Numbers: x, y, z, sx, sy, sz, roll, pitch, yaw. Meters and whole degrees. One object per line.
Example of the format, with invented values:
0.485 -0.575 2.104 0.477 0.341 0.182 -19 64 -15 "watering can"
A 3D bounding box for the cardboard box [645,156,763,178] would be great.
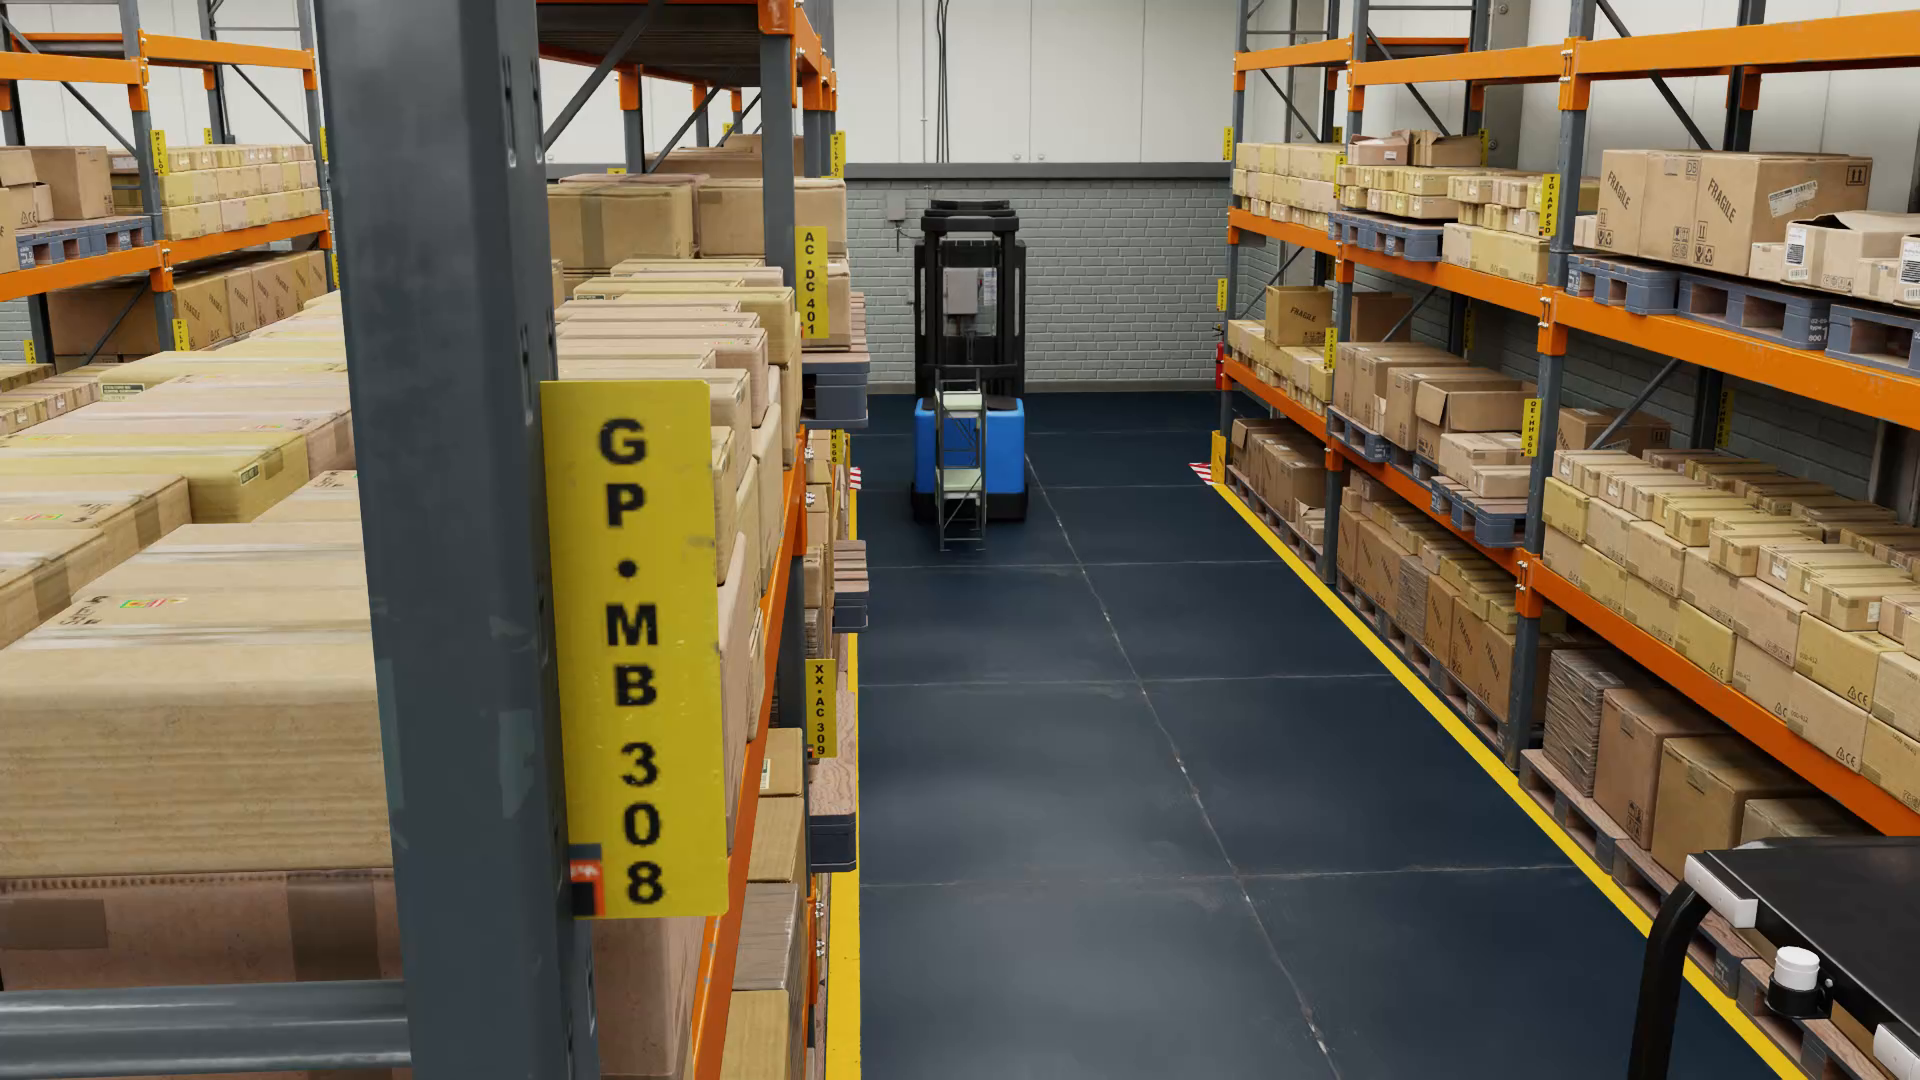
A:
-1.401 -1.833 9.062 0.797 0.503 0.637 -2 15 -7 "cardboard box"

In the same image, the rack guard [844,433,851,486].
-1.724 -0.821 17.213 1.175 0.500 0.348 -1 14 -3 "rack guard"

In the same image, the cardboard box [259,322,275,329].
-6.284 -1.630 14.545 0.500 0.500 0.500 0 14 -1 "cardboard box"

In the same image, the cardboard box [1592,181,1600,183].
3.977 -2.051 9.863 0.380 0.149 0.250 -1 14 -4 "cardboard box"

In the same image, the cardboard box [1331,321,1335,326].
3.525 -2.064 16.733 0.500 0.250 0.500 0 14 -2 "cardboard box"

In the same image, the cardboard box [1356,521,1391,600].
3.327 0.155 12.578 0.500 0.500 0.500 -1 14 -4 "cardboard box"

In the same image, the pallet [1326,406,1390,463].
3.420 -0.815 12.559 1.003 0.211 1.213 -1 14 -3 "pallet"

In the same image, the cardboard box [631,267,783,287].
-0.649 -0.619 4.298 0.380 0.149 0.250 -1 14 -5 "cardboard box"

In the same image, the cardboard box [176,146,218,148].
-6.786 -3.400 14.698 0.380 0.149 0.250 0 14 -2 "cardboard box"

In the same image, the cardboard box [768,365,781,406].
-0.634 -0.207 3.495 0.500 0.250 0.500 -1 14 -4 "cardboard box"

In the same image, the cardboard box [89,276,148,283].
-6.745 -1.847 13.381 0.500 0.500 0.500 -1 14 -5 "cardboard box"

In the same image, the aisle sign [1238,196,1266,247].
2.934 -3.374 16.905 0.394 0.787 0.004 -1 14 -3 "aisle sign"

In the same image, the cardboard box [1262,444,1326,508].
3.122 -0.596 15.497 0.500 0.500 0.500 -1 14 -2 "cardboard box"

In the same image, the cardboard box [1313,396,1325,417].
3.170 -1.126 13.889 0.380 0.149 0.250 0 14 -2 "cardboard box"

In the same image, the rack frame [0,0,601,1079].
-0.728 -0.952 0.666 0.949 2.616 0.053 -1 14 -3 "rack frame"

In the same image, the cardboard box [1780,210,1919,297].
3.639 -1.147 6.581 0.500 0.311 0.500 -1 14 -5 "cardboard box"

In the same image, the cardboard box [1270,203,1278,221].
3.017 -2.968 15.028 0.380 0.149 0.250 -1 14 -3 "cardboard box"

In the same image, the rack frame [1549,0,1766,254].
3.727 -3.019 8.700 1.000 3.000 0.127 -1 14 -3 "rack frame"

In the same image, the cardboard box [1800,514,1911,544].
4.064 -0.017 7.569 0.380 0.149 0.250 0 14 -2 "cardboard box"

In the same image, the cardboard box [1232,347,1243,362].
2.978 -1.895 16.877 0.380 0.149 0.250 -1 14 -4 "cardboard box"

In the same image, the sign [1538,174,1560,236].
3.185 -1.809 8.979 0.100 0.325 0.005 -1 14 -3 "sign"

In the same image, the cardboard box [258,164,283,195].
-6.312 -3.181 14.647 0.500 0.250 0.500 -1 14 -3 "cardboard box"

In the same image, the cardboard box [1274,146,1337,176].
3.107 -3.377 14.812 0.500 0.250 0.500 0 14 -2 "cardboard box"

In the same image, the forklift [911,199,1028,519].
0.099 -1.928 16.636 1.130 2.935 3.031 0 14 0 "forklift"

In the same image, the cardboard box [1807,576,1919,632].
3.587 0.248 6.539 0.380 0.149 0.250 -1 14 -5 "cardboard box"

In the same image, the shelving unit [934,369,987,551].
0.000 -0.725 14.833 0.431 1.500 0.755 -1 14 -3 "shelving unit"

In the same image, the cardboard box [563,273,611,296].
-1.160 -0.768 5.428 0.500 0.250 0.500 -1 14 -5 "cardboard box"

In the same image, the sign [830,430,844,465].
-0.686 -0.569 9.053 0.100 0.325 0.005 -1 14 -3 "sign"

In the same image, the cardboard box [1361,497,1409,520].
3.330 -0.254 12.866 0.380 0.149 0.250 -1 14 -5 "cardboard box"

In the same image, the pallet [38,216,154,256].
-6.477 -2.136 11.664 1.213 0.211 1.003 -1 14 -3 "pallet"

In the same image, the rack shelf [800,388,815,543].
-1.103 -0.643 6.929 1.077 0.370 4.000 -1 14 -3 "rack shelf"

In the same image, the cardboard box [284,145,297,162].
-6.404 -3.599 15.470 0.380 0.149 0.250 -1 14 -3 "cardboard box"

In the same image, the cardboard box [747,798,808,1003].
-0.665 1.001 4.318 0.500 0.500 0.500 0 14 -2 "cardboard box"

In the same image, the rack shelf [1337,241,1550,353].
3.603 -1.715 11.097 1.077 0.370 4.000 -1 14 -3 "rack shelf"

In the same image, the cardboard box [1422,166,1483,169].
3.652 -2.699 12.340 0.380 0.149 0.250 -1 14 -3 "cardboard box"

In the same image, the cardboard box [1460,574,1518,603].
3.424 0.327 10.607 0.380 0.149 0.250 -1 14 -5 "cardboard box"

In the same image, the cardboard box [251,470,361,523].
-0.535 0.019 1.815 0.380 0.149 0.250 -1 14 -3 "cardboard box"

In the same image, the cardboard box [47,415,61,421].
-6.102 -0.731 10.913 0.380 0.149 0.250 -1 14 -3 "cardboard box"

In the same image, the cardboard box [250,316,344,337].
-1.150 -0.352 3.258 0.380 0.149 0.250 -1 14 -4 "cardboard box"

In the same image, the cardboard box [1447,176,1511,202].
3.330 -2.234 10.574 0.380 0.149 0.250 -1 14 -3 "cardboard box"

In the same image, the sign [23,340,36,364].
-6.950 -1.338 12.470 0.100 0.325 0.005 -1 14 -3 "sign"

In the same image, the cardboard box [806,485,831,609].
-0.813 0.067 7.107 0.500 0.500 0.500 -1 15 -6 "cardboard box"

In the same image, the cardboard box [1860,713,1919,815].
3.683 0.833 6.071 0.500 0.250 0.500 -1 14 -2 "cardboard box"

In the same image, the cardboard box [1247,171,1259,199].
3.038 -3.386 15.853 0.500 0.250 0.500 -1 14 -2 "cardboard box"

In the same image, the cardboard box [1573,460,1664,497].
3.471 -0.326 8.771 0.380 0.149 0.250 -1 14 -2 "cardboard box"

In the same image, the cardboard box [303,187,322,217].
-6.365 -3.195 15.705 0.500 0.250 0.500 -1 14 -5 "cardboard box"

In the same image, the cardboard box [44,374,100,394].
-6.158 -1.071 11.637 0.380 0.149 0.250 -1 14 -5 "cardboard box"

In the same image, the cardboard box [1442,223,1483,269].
3.390 -1.867 10.543 0.500 0.250 0.500 -1 14 -3 "cardboard box"

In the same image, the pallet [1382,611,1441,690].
3.646 0.748 11.695 1.003 0.211 1.213 -1 14 -3 "pallet"

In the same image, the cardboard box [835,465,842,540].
-1.356 -0.052 12.630 0.875 0.875 0.875 0 14 -2 "cardboard box"

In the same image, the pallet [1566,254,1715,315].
3.858 -1.307 8.447 1.213 0.211 1.003 0 14 -1 "pallet"

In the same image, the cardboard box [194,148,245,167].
-6.248 -3.213 13.972 0.380 0.149 0.250 -1 14 -5 "cardboard box"

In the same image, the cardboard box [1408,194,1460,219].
3.222 -2.229 11.110 0.380 0.149 0.250 -1 14 -2 "cardboard box"
